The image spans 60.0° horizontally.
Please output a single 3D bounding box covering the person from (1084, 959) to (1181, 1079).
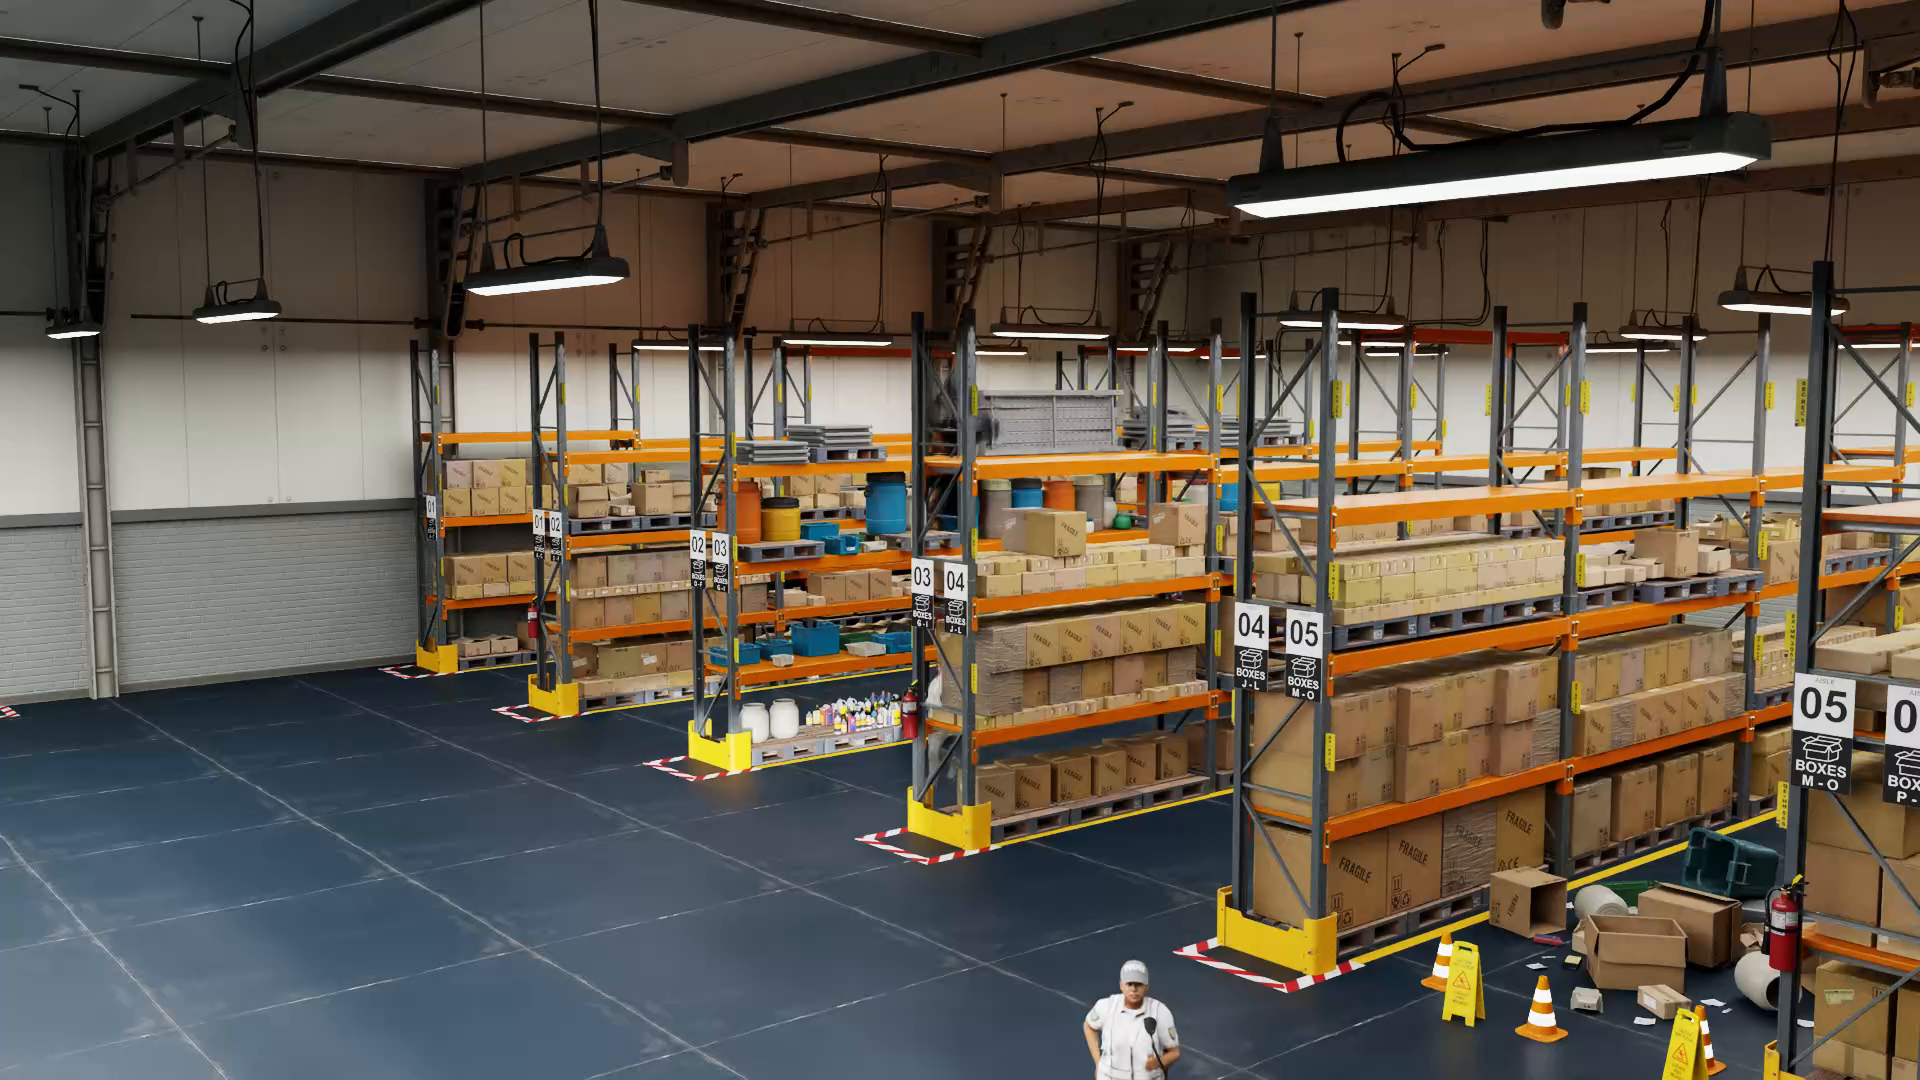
[{"bbox_3d":[1.049,3.413,10.150,0.582,1.719,0.684,0,5,3],"label":"person"}]

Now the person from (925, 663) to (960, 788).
[{"bbox_3d":[-0.226,2.255,20.729,0.756,1.654,0.619,-5,7,-44],"label":"person"}]
